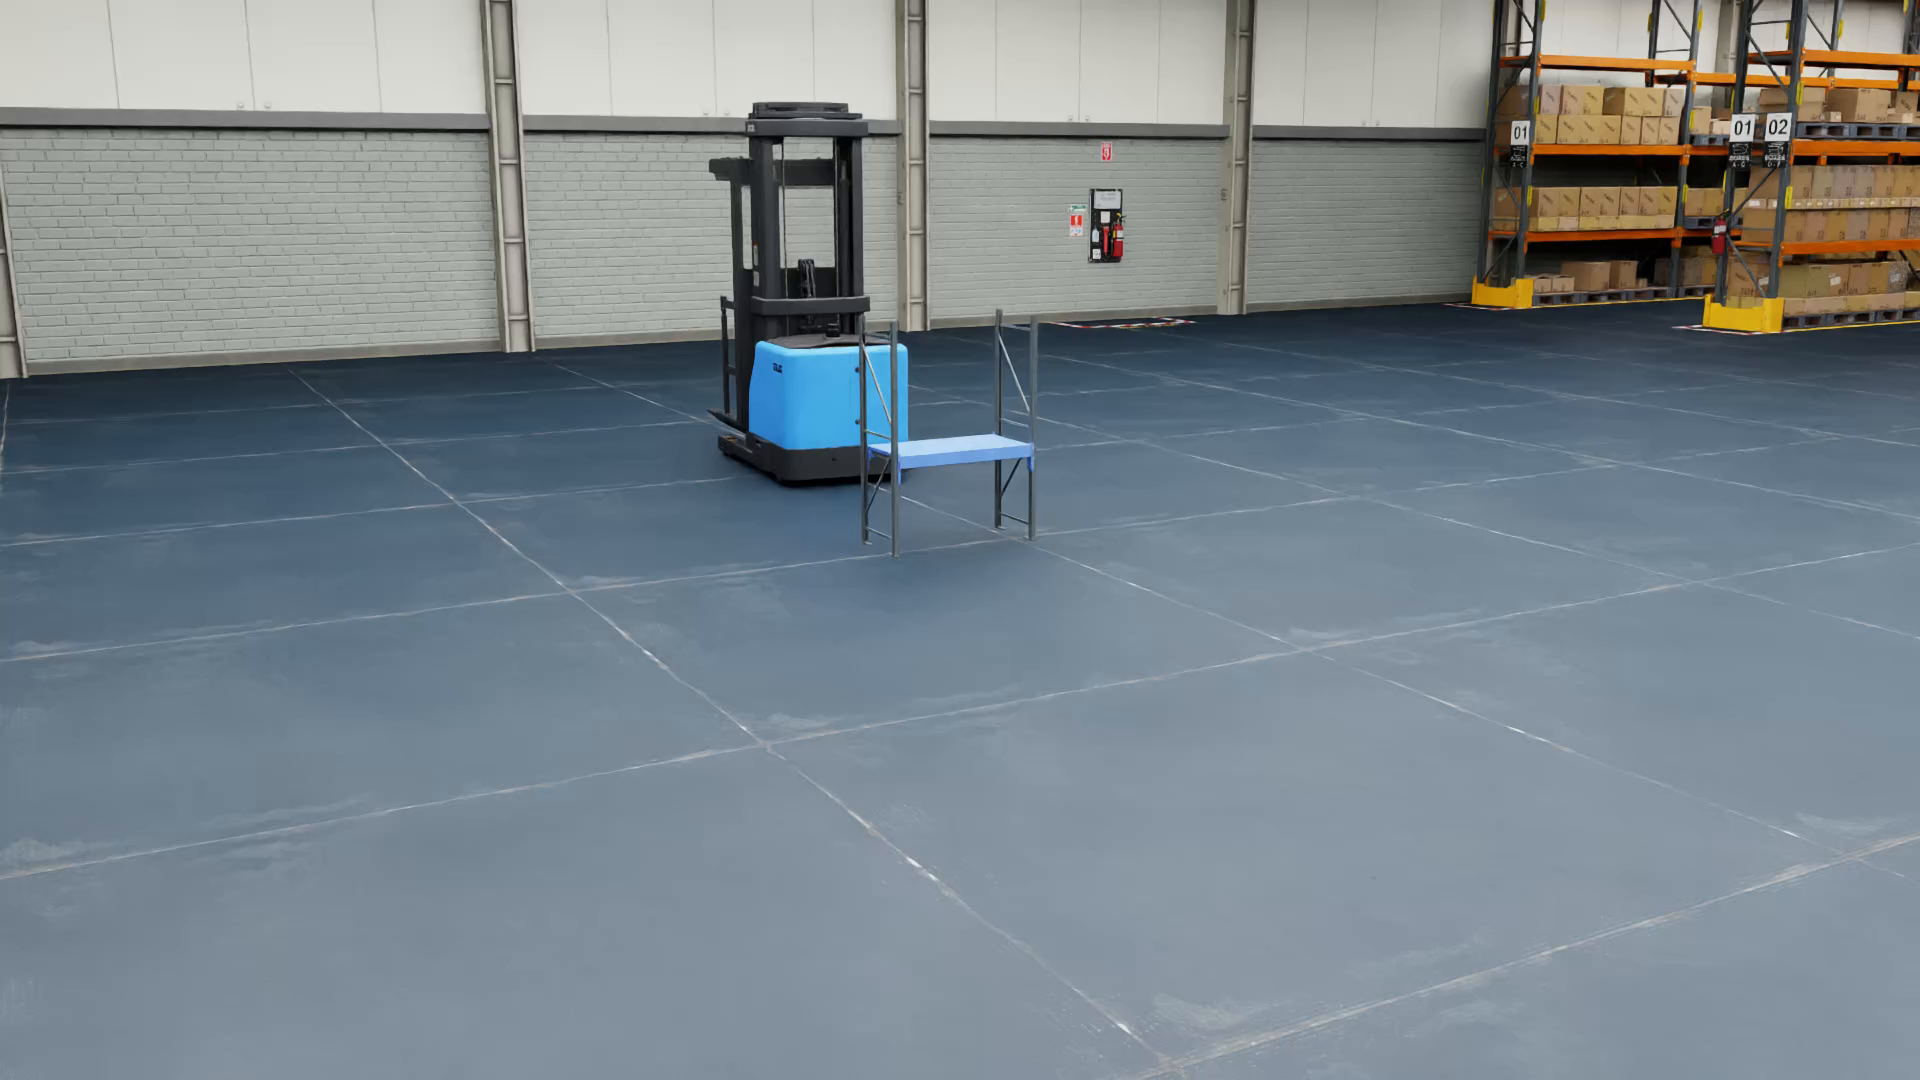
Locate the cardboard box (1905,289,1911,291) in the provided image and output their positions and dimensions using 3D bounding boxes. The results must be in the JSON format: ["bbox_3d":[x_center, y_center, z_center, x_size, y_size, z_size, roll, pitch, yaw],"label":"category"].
[{"bbox_3d":[15.749,-4.096,27.783,0.500,0.250,0.500,-7,14,-28],"label":"cardboard box"}]

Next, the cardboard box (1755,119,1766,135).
[{"bbox_3d":[15.476,-7.913,32.326,0.637,0.503,0.797,-5,14,-20],"label":"cardboard box"}]

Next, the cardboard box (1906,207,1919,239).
[{"bbox_3d":[15.138,-5.134,26.862,0.500,0.500,0.700,-7,15,-29],"label":"cardboard box"}]

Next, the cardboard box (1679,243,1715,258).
[{"bbox_3d":[14.170,-5.576,32.037,0.500,0.250,0.500,-7,15,-29],"label":"cardboard box"}]

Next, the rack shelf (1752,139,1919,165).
[{"bbox_3d":[13.769,-6.035,25.900,4.000,0.370,1.077,-7,14,-28],"label":"rack shelf"}]

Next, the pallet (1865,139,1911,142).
[{"bbox_3d":[19.388,-8.193,34.286,1.217,0.209,0.805,-8,15,-30],"label":"pallet"}]

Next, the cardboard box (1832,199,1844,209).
[{"bbox_3d":[13.366,-5.186,25.617,0.250,0.149,0.380,-7,15,-30],"label":"cardboard box"}]

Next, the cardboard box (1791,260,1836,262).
[{"bbox_3d":[13.652,-4.216,26.607,0.500,0.500,0.500,-7,14,-28],"label":"cardboard box"}]

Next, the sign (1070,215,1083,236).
[{"bbox_3d":[1.848,-5.002,26.423,0.234,0.329,0.001,-7,14,-28],"label":"sign"}]

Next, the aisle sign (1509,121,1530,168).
[{"bbox_3d":[9.717,-6.869,28.880,0.004,0.787,0.394,-7,14,-28],"label":"aisle sign"}]

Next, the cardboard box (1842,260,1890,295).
[{"bbox_3d":[14.340,-4.168,26.394,0.500,0.500,0.500,-7,14,-28],"label":"cardboard box"}]

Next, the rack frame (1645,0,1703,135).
[{"bbox_3d":[13.147,-9.014,30.667,0.127,3.000,1.000,-7,14,-28],"label":"rack frame"}]

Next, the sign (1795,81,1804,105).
[{"bbox_3d":[12.274,-6.533,24.304,0.005,0.325,0.100,-7,14,-28],"label":"sign"}]

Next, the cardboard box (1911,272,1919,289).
[{"bbox_3d":[16.006,-4.266,27.260,0.500,0.311,0.500,-7,14,-28],"label":"cardboard box"}]

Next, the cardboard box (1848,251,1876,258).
[{"bbox_3d":[18.139,-5.807,34.021,0.750,0.750,0.750,-7,14,-28],"label":"cardboard box"}]

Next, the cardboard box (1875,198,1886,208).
[{"bbox_3d":[14.273,-5.295,26.101,0.250,0.149,0.380,-6,14,-26],"label":"cardboard box"}]

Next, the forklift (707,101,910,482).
[{"bbox_3d":[-1.446,-2.161,14.036,1.130,2.935,3.031,-5,14,-23],"label":"forklift"}]

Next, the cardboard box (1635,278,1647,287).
[{"bbox_3d":[12.692,-4.858,31.313,0.250,0.166,0.380,-9,16,-35],"label":"cardboard box"}]

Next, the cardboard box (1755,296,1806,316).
[{"bbox_3d":[12.591,-3.589,25.532,0.500,0.250,0.500,-7,14,-28],"label":"cardboard box"}]

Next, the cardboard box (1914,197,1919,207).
[{"bbox_3d":[15.170,-5.403,26.579,0.250,0.149,0.380,-7,15,-29],"label":"cardboard box"}]

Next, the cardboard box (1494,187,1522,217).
[{"bbox_3d":[9.948,-6.059,29.790,0.500,0.500,0.500,-7,14,-28],"label":"cardboard box"}]

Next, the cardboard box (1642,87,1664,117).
[{"bbox_3d":[12.359,-7.932,30.140,0.500,0.500,0.500,-6,14,-25],"label":"cardboard box"}]

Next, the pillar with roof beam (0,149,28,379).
[{"bbox_3d":[-9.166,-5.479,14.960,0.400,9.000,9.100,-7,14,-28],"label":"pillar with roof beam"}]

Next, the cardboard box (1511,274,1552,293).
[{"bbox_3d":[10.287,-4.625,29.949,0.500,0.311,0.500,-9,15,-34],"label":"cardboard box"}]

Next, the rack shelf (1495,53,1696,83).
[{"bbox_3d":[11.392,-8.451,29.812,4.000,0.370,1.077,-7,14,-28],"label":"rack shelf"}]

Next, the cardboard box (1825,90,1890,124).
[{"bbox_3d":[14.018,-6.771,26.022,0.637,0.503,0.797,-5,14,-22],"label":"cardboard box"}]

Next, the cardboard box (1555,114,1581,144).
[{"bbox_3d":[10.538,-7.225,29.276,0.500,0.500,0.500,-6,14,-24],"label":"cardboard box"}]

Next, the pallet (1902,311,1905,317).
[{"bbox_3d":[16.152,-3.858,27.770,1.213,0.211,1.003,-7,14,-28],"label":"pallet"}]

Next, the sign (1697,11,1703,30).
[{"bbox_3d":[13.391,-9.402,30.083,0.005,0.325,0.100,-7,14,-28],"label":"sign"}]

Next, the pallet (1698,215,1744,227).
[{"bbox_3d":[14.940,-6.198,32.256,1.213,0.211,1.003,-7,14,-28],"label":"pallet"}]

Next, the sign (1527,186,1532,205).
[{"bbox_3d":[9.897,-5.984,28.896,0.005,0.325,0.100,-7,14,-28],"label":"sign"}]

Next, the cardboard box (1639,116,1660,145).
[{"bbox_3d":[12.373,-7.458,30.310,0.500,0.500,0.500,-8,15,-33],"label":"cardboard box"}]

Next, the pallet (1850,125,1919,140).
[{"bbox_3d":[14.788,-6.458,26.345,1.213,0.211,1.003,-7,14,-28],"label":"pallet"}]

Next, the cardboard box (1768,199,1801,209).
[{"bbox_3d":[12.461,-5.077,25.133,0.250,0.149,0.380,-7,14,-28],"label":"cardboard box"}]

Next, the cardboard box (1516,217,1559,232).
[{"bbox_3d":[10.217,-5.593,29.426,0.500,0.250,0.500,-7,15,-29],"label":"cardboard box"}]

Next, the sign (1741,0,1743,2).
[{"bbox_3d":[11.766,-8.239,24.917,0.005,0.325,0.100,-7,14,-28],"label":"sign"}]

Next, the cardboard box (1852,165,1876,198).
[{"bbox_3d":[13.816,-5.608,26.016,0.500,0.500,0.700,-7,14,-28],"label":"cardboard box"}]

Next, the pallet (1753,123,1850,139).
[{"bbox_3d":[12.646,-6.202,25.205,1.213,0.211,1.003,-7,14,-28],"label":"pallet"}]

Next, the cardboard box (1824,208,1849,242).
[{"bbox_3d":[13.326,-4.915,25.889,0.500,0.500,0.700,-7,14,-27],"label":"cardboard box"}]

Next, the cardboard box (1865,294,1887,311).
[{"bbox_3d":[14.347,-3.799,26.466,0.500,0.250,0.500,-7,14,-28],"label":"cardboard box"}]

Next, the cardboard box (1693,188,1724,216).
[{"bbox_3d":[14.104,-6.455,31.730,0.500,0.500,0.700,-5,14,-22],"label":"cardboard box"}]

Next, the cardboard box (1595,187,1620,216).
[{"bbox_3d":[11.542,-6.121,30.064,0.500,0.500,0.500,-6,14,-26],"label":"cardboard box"}]

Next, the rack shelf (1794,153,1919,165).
[{"bbox_3d":[18.414,-7.831,33.880,4.000,0.370,1.077,-7,14,-28],"label":"rack shelf"}]

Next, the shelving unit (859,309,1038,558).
[{"bbox_3d":[-0.075,-0.723,10.905,1.048,1.500,0.538,-7,14,-28],"label":"shelving unit"}]

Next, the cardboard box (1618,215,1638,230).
[{"bbox_3d":[12.002,-5.809,30.385,0.500,0.250,0.500,-7,14,-28],"label":"cardboard box"}]

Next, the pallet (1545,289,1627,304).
[{"bbox_3d":[11.503,-4.520,30.714,1.213,0.211,1.003,-7,14,-28],"label":"pallet"}]

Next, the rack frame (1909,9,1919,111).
[{"bbox_3d":[20.169,-9.856,34.407,0.127,3.000,1.000,-7,14,-28],"label":"rack frame"}]

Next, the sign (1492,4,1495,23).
[{"bbox_3d":[9.388,-9.235,29.162,0.005,0.325,0.100,-7,14,-28],"label":"sign"}]

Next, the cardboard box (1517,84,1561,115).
[{"bbox_3d":[10.091,-7.670,28.976,0.500,0.500,0.500,-8,15,-32],"label":"cardboard box"}]

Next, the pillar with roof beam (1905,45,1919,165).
[{"bbox_3d":[22.432,-9.266,31.788,0.400,9.000,9.100,-7,14,-28],"label":"pillar with roof beam"}]

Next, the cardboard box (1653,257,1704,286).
[{"bbox_3d":[13.786,-5.163,31.910,0.500,0.500,0.700,-6,14,-26],"label":"cardboard box"}]

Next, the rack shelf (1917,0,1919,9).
[{"bbox_3d":[18.414,-10.916,33.186,4.000,0.370,1.077,-7,14,-28],"label":"rack shelf"}]

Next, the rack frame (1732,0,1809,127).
[{"bbox_3d":[12.013,-7.639,24.557,0.127,3.000,1.000,-7,14,-28],"label":"rack frame"}]

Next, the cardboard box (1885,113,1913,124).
[{"bbox_3d":[14.596,-6.567,25.924,0.250,0.149,0.380,-7,14,-28],"label":"cardboard box"}]

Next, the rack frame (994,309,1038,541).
[{"bbox_3d":[0.371,-0.776,11.142,0.032,1.500,0.500,-7,14,-28],"label":"rack frame"}]

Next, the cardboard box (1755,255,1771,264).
[{"bbox_3d":[15.544,-5.386,32.899,0.500,0.500,0.700,-7,14,-28],"label":"cardboard box"}]
